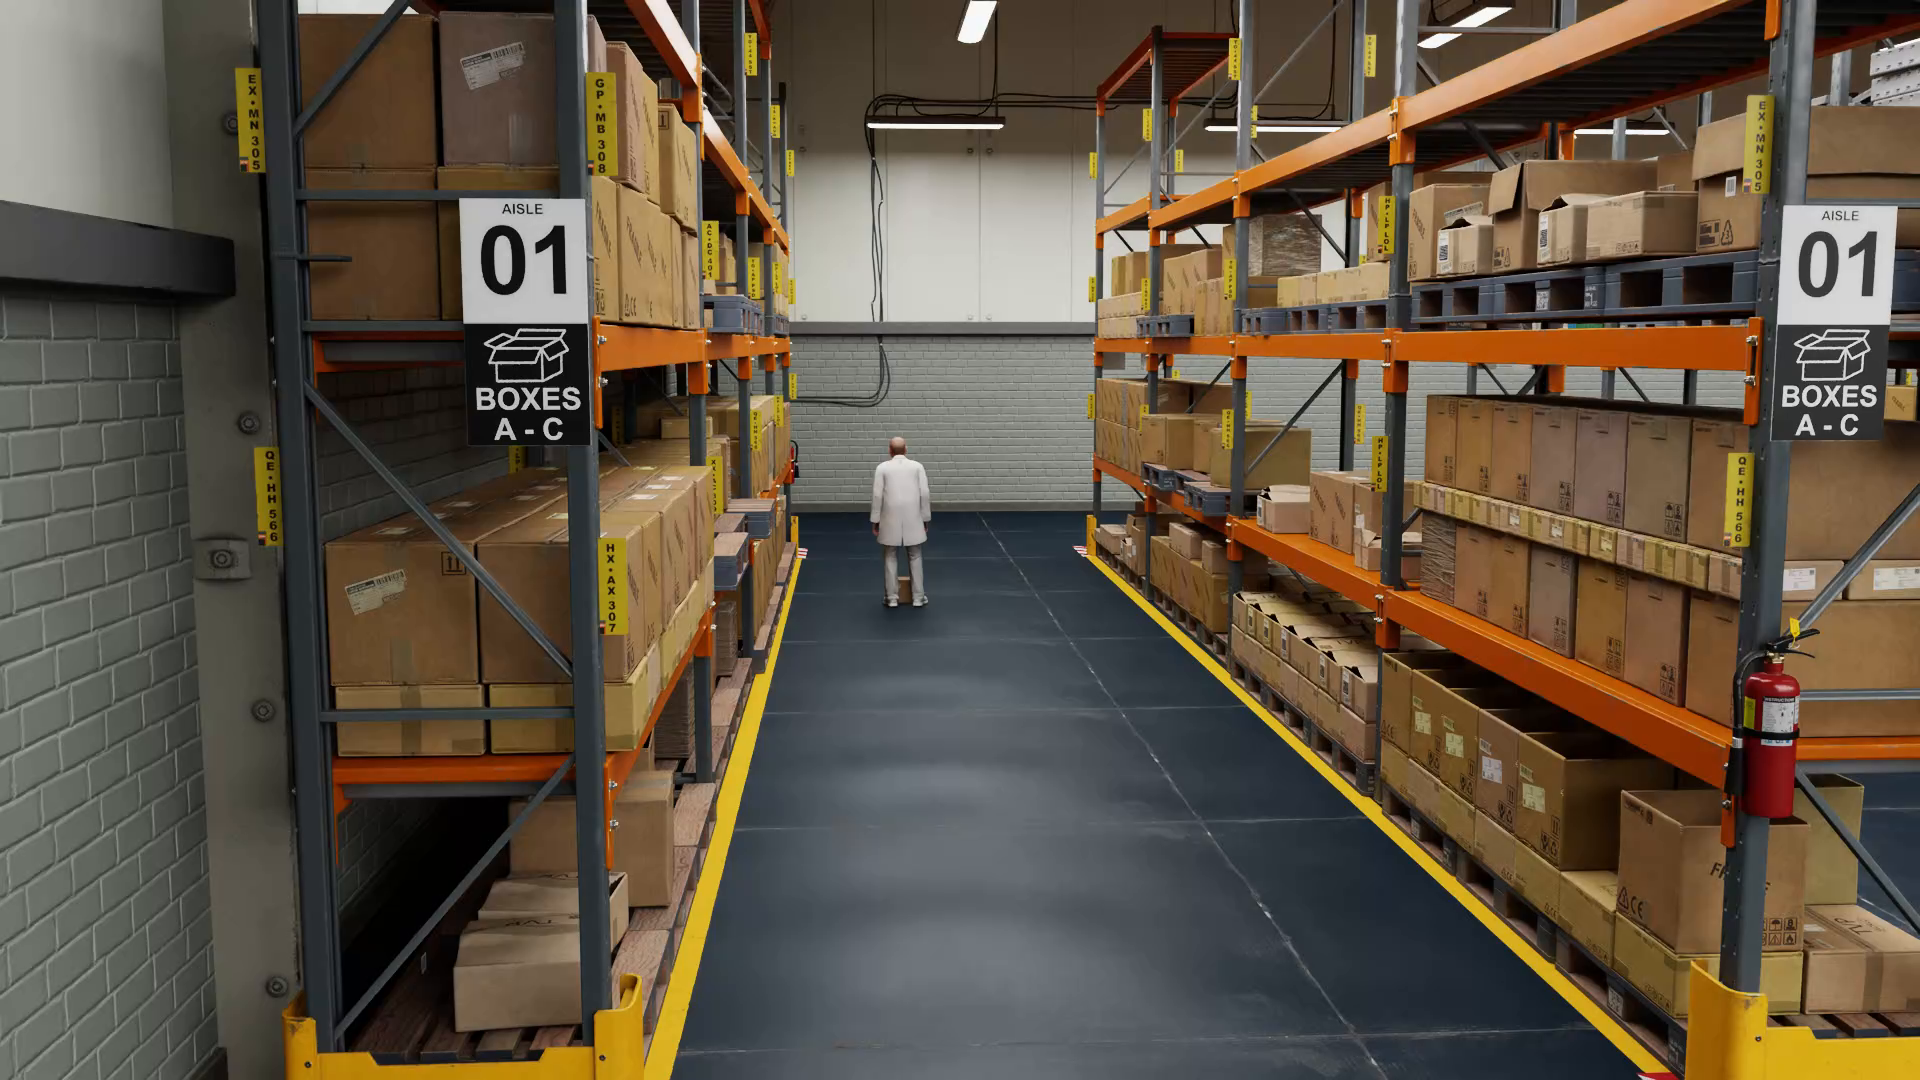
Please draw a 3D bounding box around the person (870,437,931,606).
[{"bbox_3d":[-0.625,-0.193,17.449,0.645,1.772,0.429,-1,7,-7],"label":"person"}]
